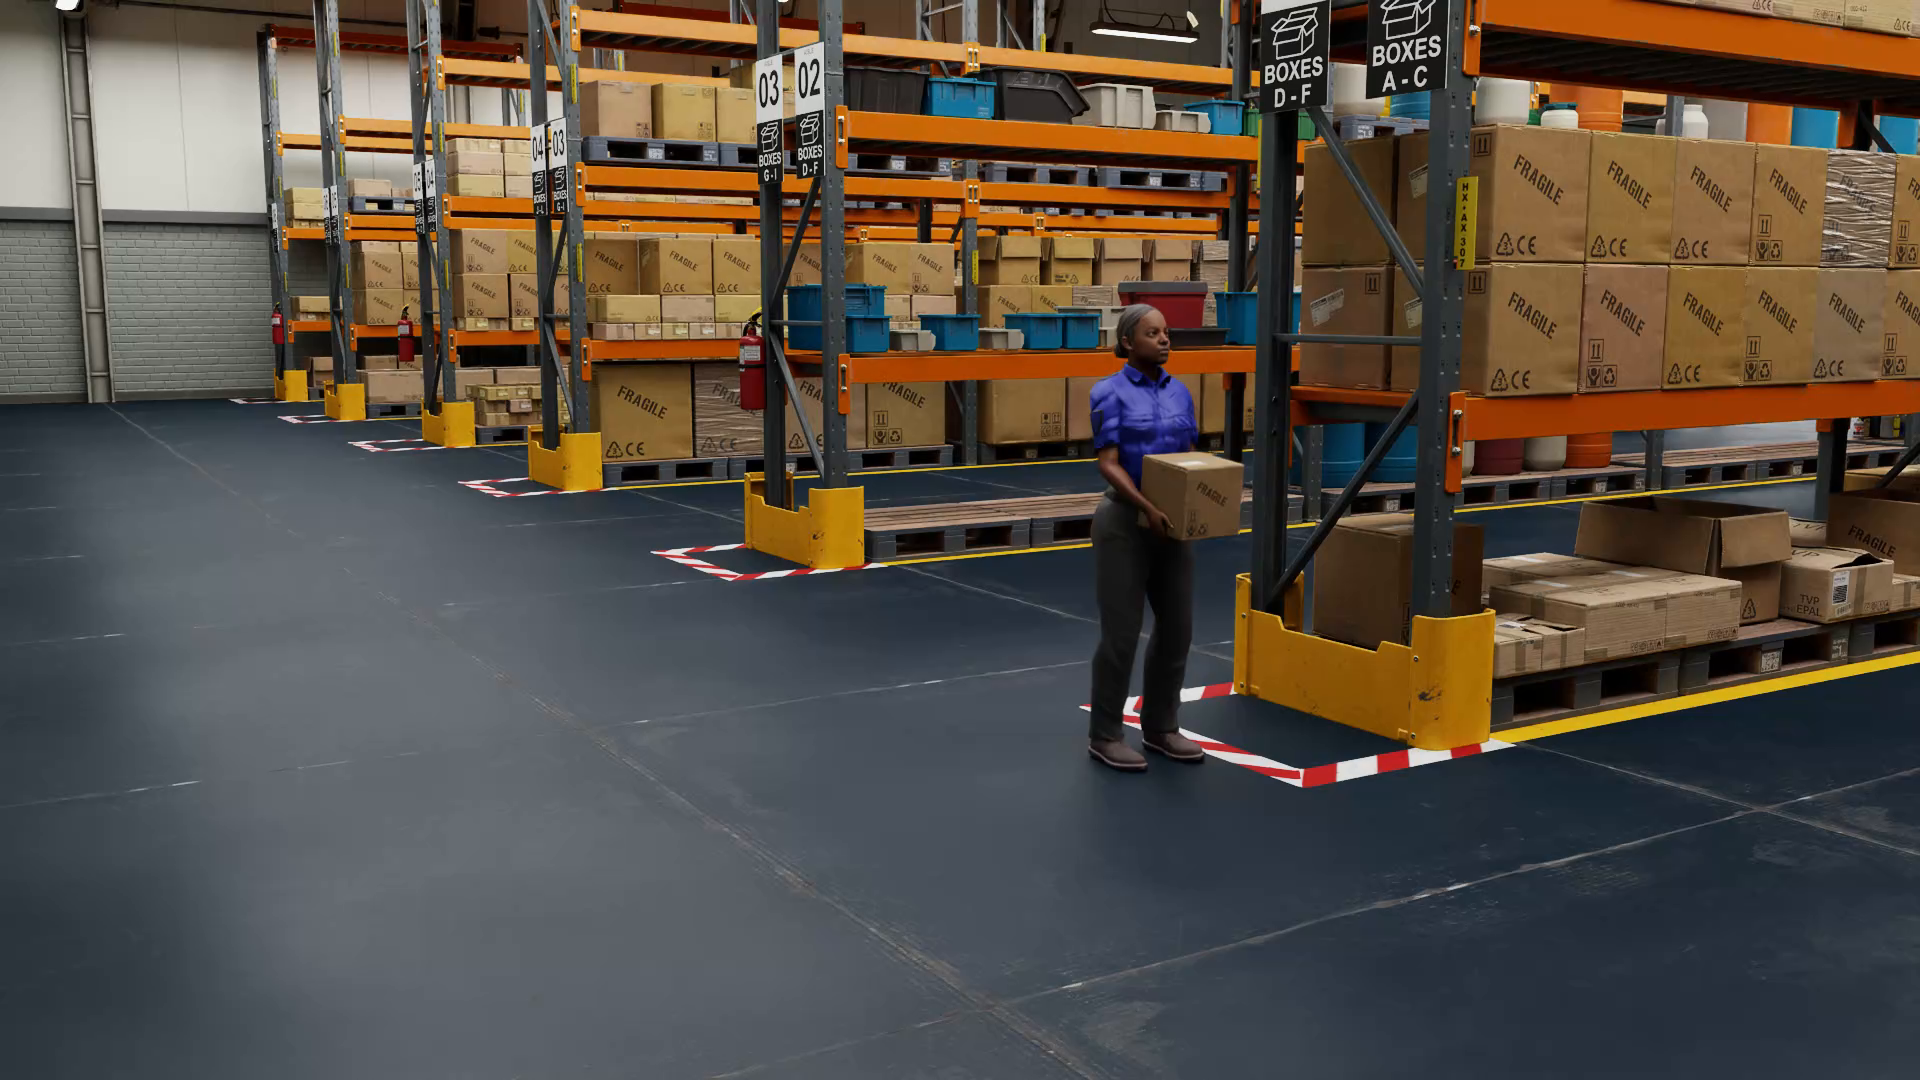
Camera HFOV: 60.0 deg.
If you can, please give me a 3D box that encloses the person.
[{"bbox_3d":[0.709,-0.011,5.937,0.452,1.649,0.512,-5,10,-31],"label":"person"}]
